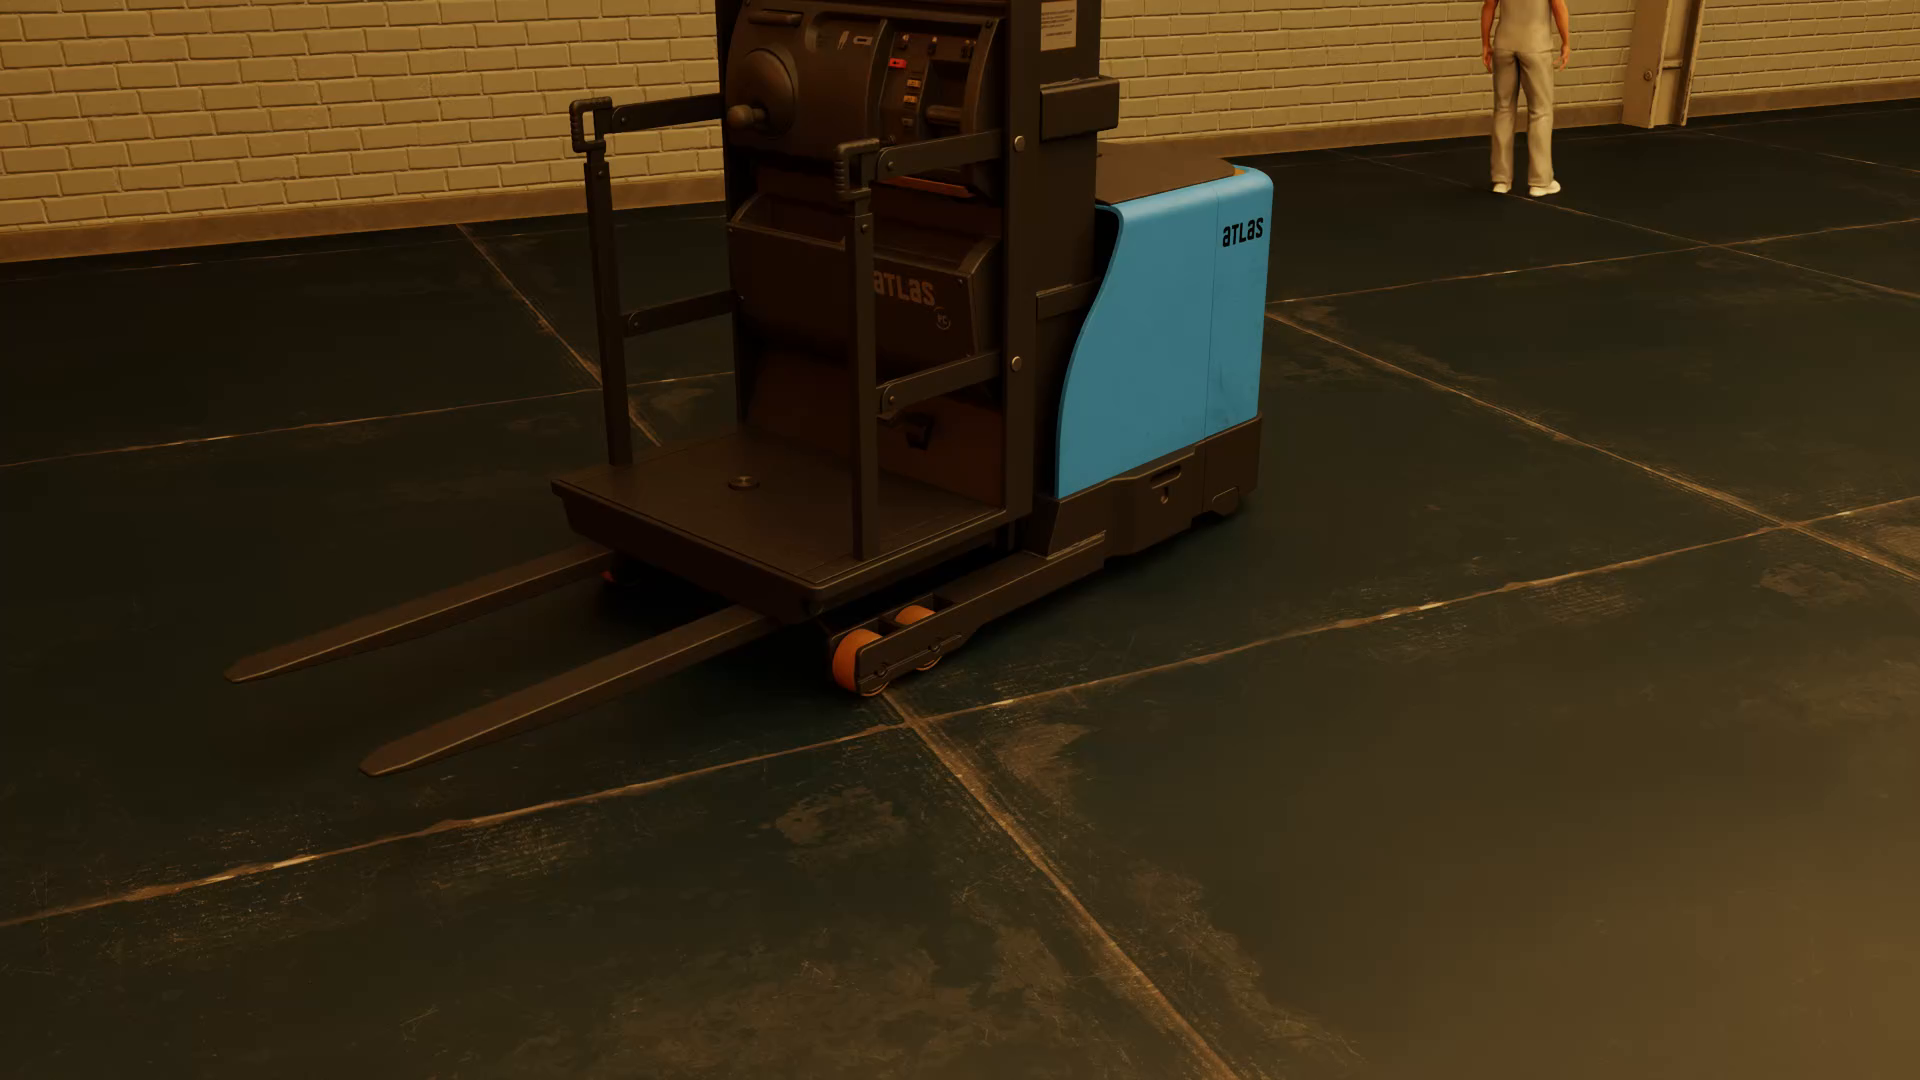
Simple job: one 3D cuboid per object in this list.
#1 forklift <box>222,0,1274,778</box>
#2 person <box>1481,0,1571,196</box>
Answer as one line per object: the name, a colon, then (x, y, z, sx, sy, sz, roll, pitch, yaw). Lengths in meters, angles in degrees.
forklift: (-0.413, -1.182, 4.131, 1.130, 2.935, 3.031, 19, 29, 39)
person: (3.382, -2.912, 9.949, 0.526, 1.675, 0.512, 16, 28, 34)
